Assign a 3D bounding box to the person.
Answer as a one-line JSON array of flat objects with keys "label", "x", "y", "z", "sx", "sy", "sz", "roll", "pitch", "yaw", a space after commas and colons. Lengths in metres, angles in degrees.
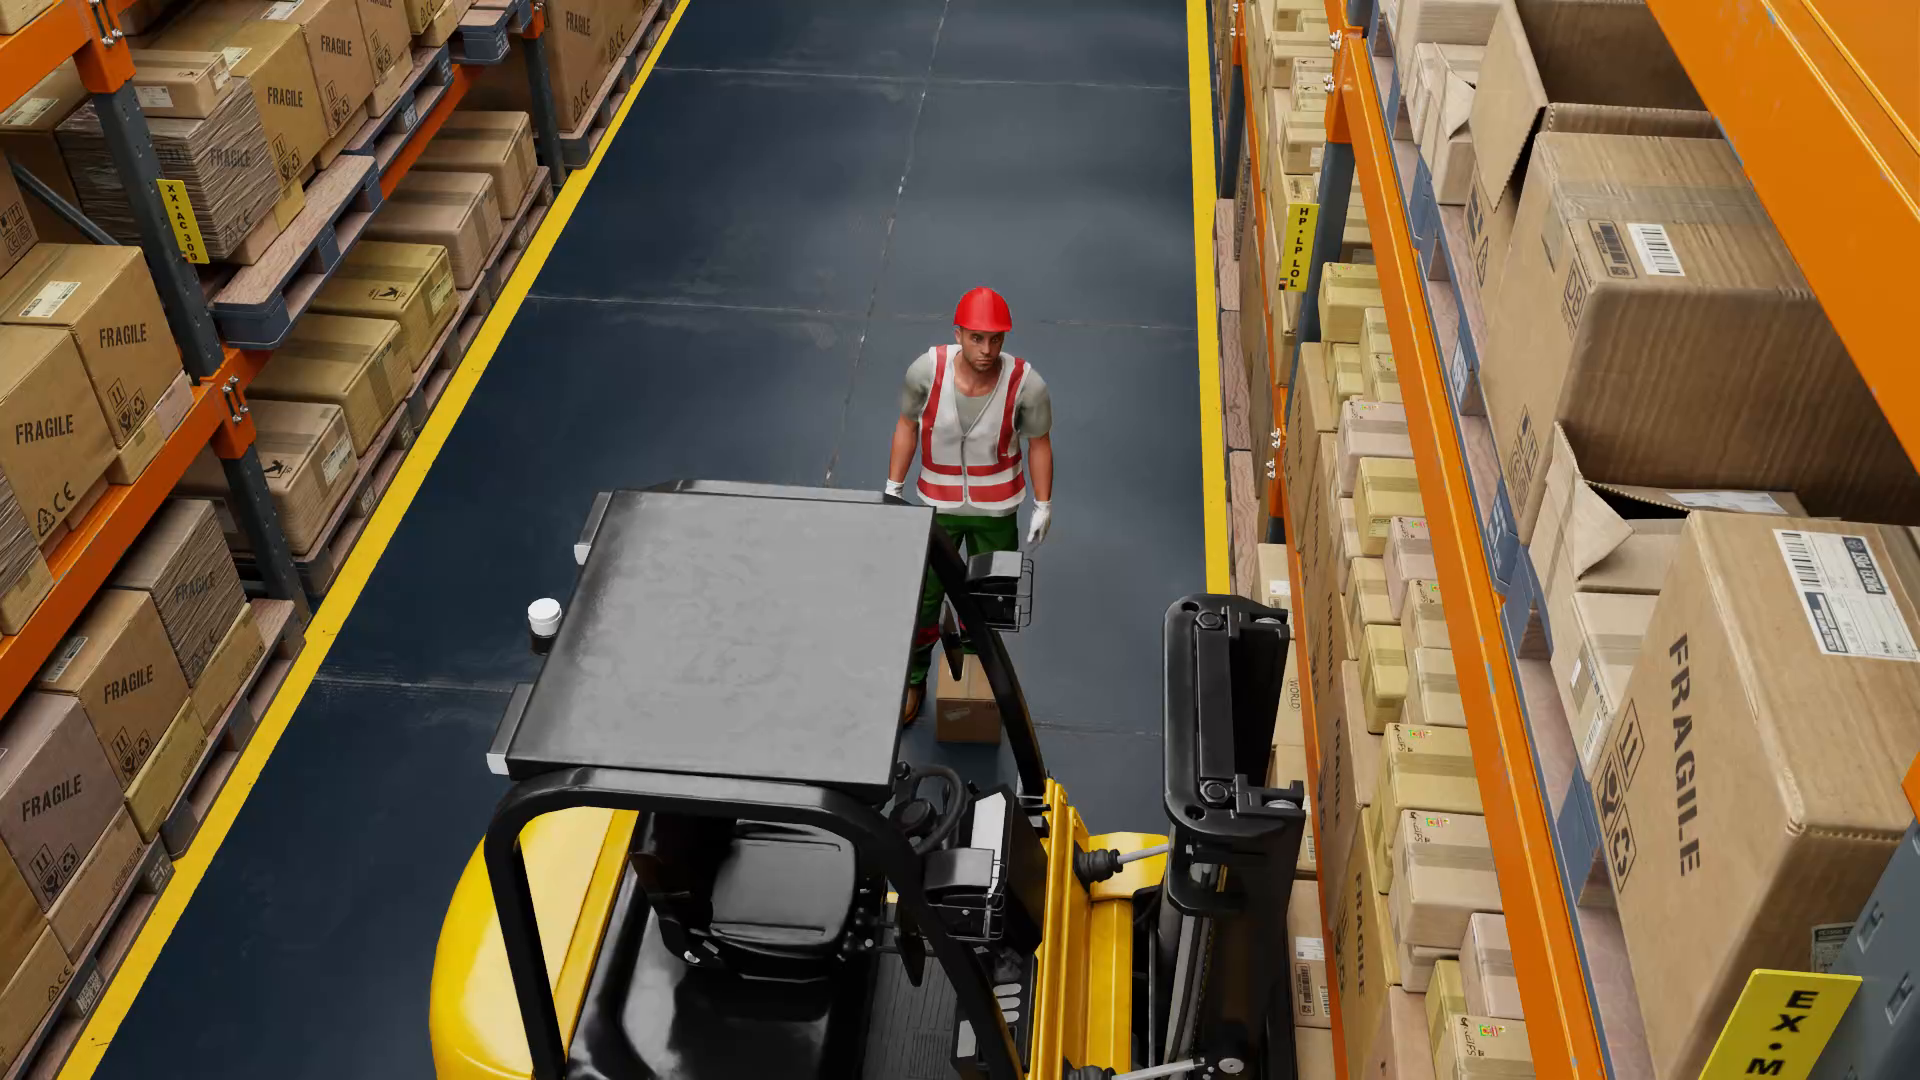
[{"label": "person", "x": 0.021, "y": -0.094, "z": 6.234, "sx": 0.637, "sy": 1.790, "sz": 0.562, "roll": 3, "pitch": 40, "yaw": 4}]
